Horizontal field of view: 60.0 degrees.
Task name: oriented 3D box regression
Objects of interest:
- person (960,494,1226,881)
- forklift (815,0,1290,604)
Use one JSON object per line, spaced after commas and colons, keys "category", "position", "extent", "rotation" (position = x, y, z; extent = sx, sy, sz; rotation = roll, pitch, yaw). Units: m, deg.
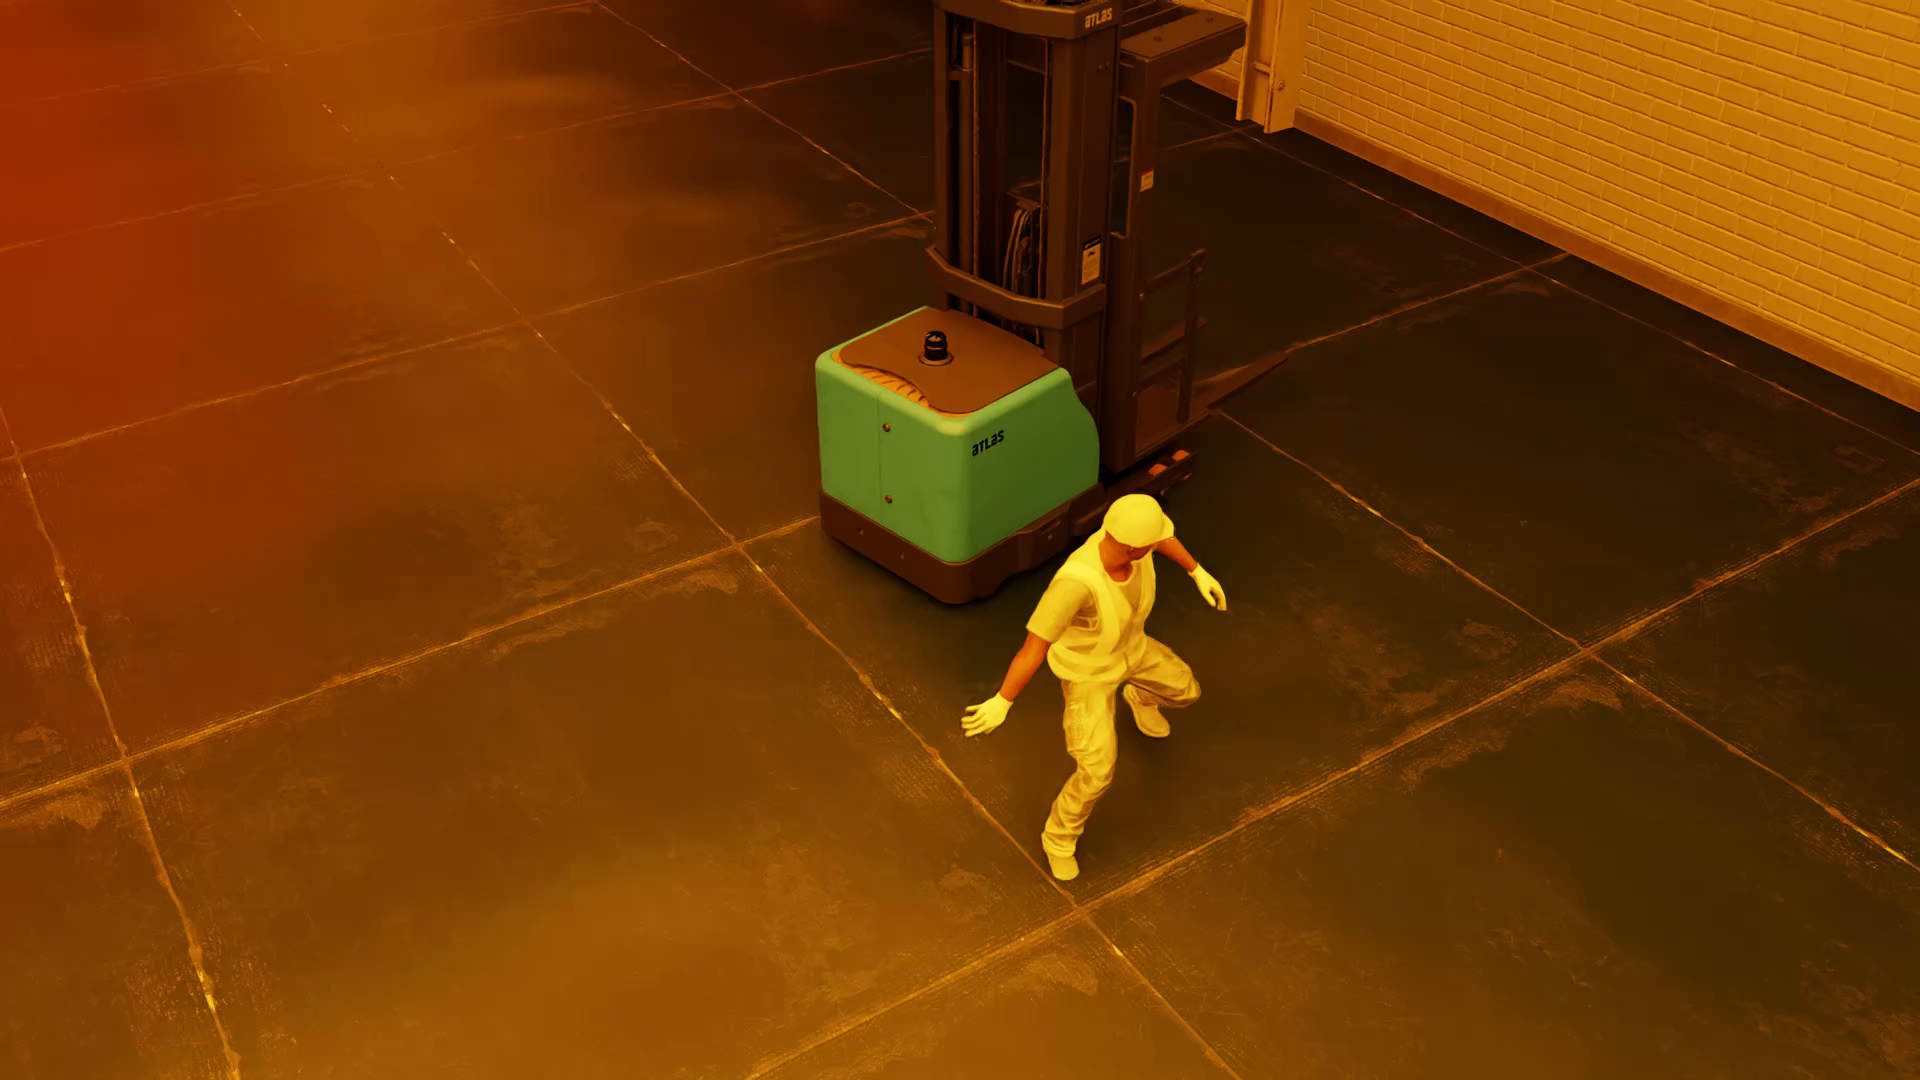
{"category": "person", "position": [0.551, 0.513, 6.626], "extent": [0.523, 1.678, 1.237], "rotation": [29, 44, 34]}
{"category": "forklift", "position": [0.664, -1.633, 8.471], "extent": [1.130, 2.935, 3.031], "rotation": [29, 44, 35]}
